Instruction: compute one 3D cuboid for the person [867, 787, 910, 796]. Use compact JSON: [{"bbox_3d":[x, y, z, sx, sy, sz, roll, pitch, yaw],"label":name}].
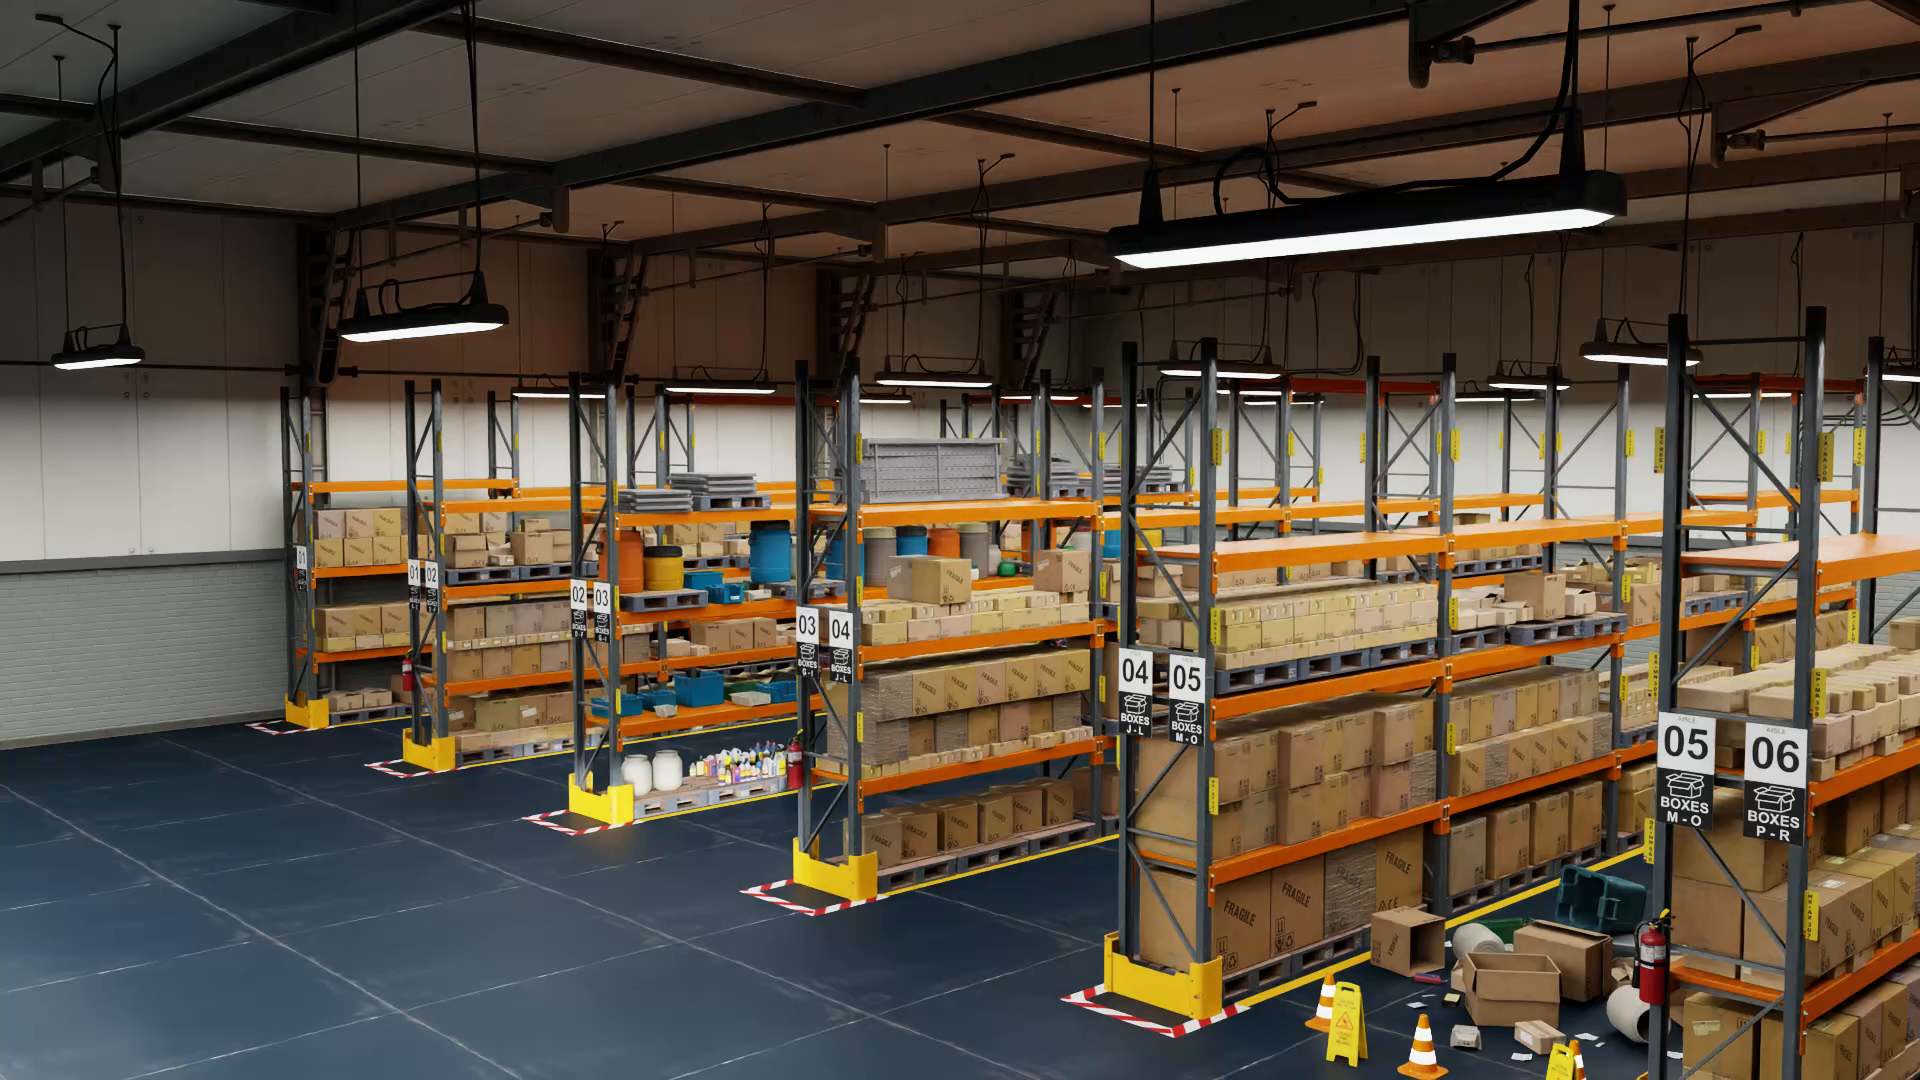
[{"bbox_3d":[-1.049,2.816,23.956,0.498,1.671,0.783,4,5,44],"label":"person"}]
